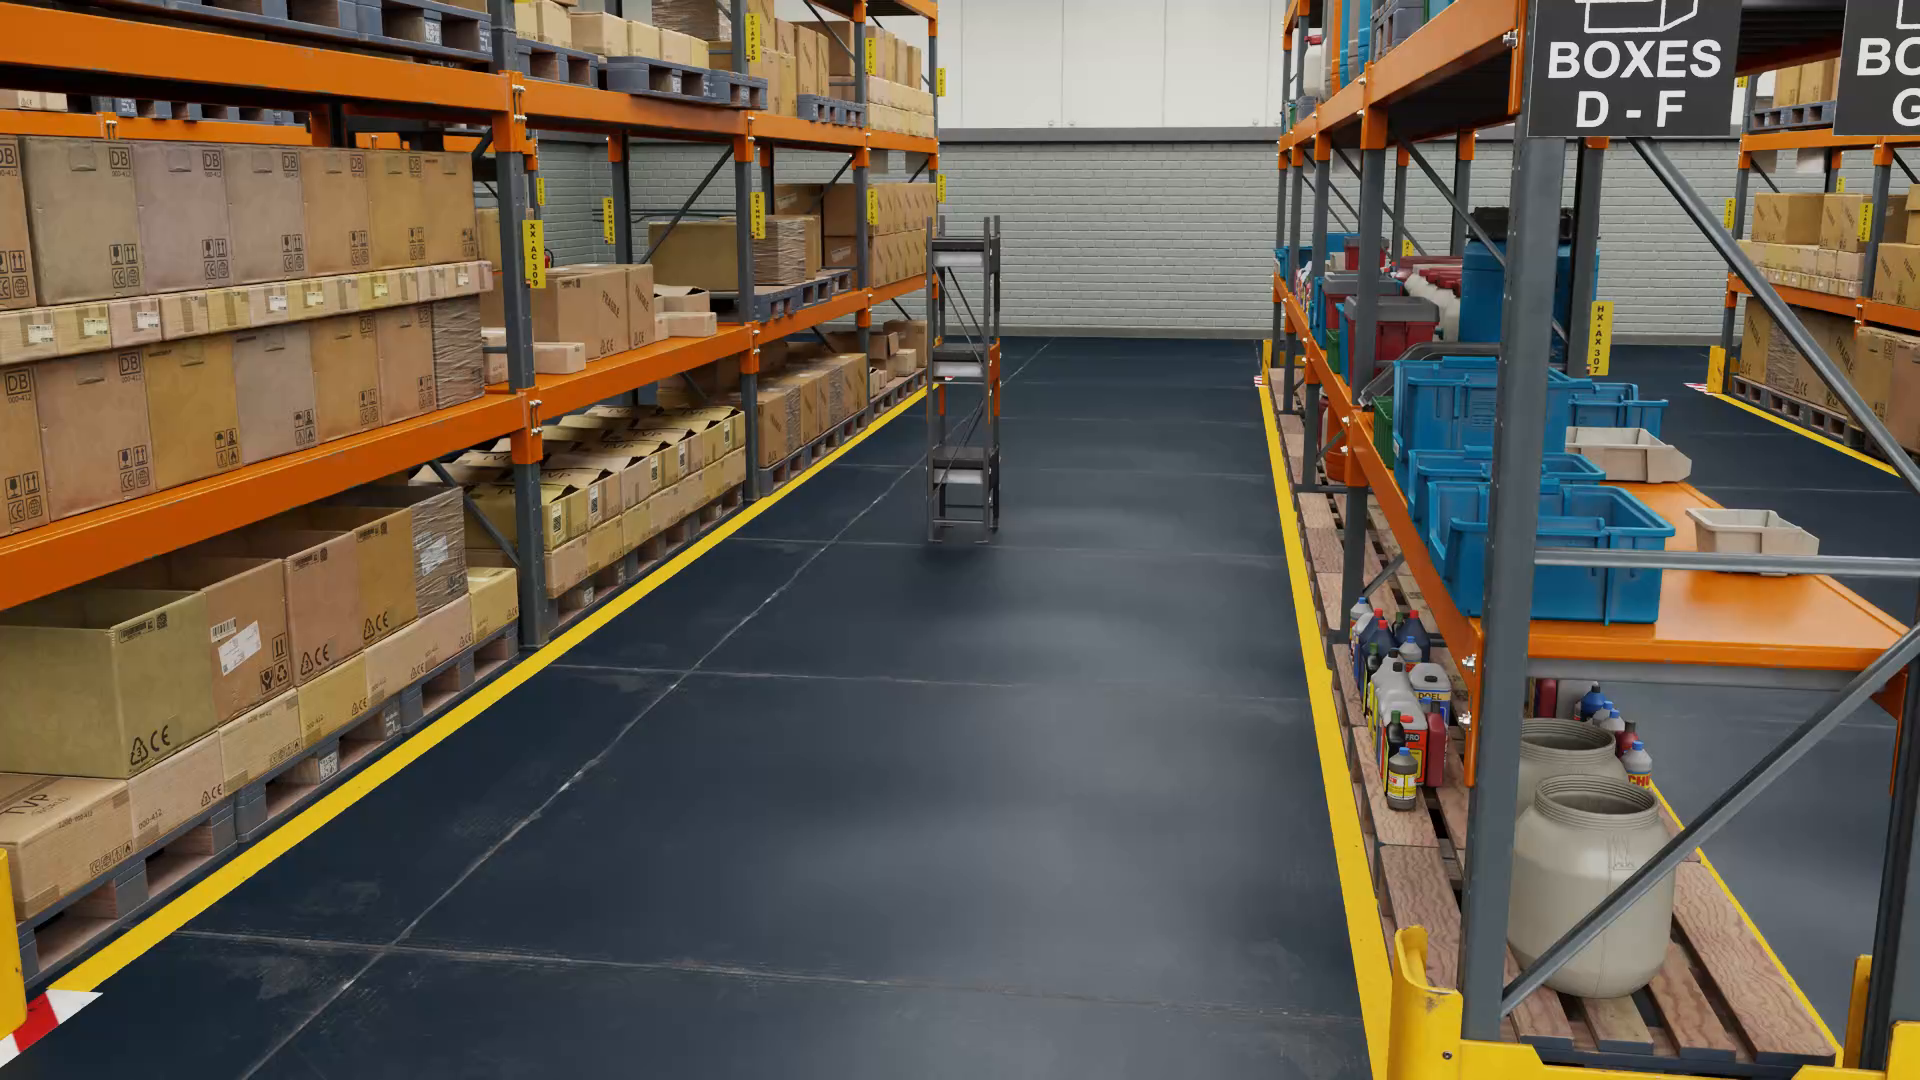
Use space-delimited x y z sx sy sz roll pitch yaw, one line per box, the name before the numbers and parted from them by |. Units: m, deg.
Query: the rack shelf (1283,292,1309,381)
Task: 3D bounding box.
rack shelf | 3.207 -1.675 13.352 1.077 0.370 4.000 2 12 9

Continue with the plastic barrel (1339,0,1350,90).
plastic barrel | 2.350 -2.874 8.899 0.600 0.901 0.708 2 12 9

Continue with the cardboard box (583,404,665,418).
cardboard box | -2.365 -0.807 11.817 0.500 0.311 0.500 2 12 11

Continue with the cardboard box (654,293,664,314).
cardboard box | -2.323 -1.548 11.267 0.500 0.311 0.500 2 12 8

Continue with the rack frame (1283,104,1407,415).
rack frame | 3.515 -2.443 15.208 1.000 3.000 0.127 2 12 9

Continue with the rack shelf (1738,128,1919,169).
rack shelf | 8.717 -3.813 16.155 1.077 0.370 4.000 2 12 9

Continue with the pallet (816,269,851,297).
pallet | -1.610 -2.347 15.221 1.003 0.211 1.213 2 12 9

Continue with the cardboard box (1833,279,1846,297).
cardboard box | 8.172 -2.287 15.082 0.380 0.149 0.250 2 12 10

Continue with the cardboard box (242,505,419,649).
cardboard box | -2.626 0.145 6.949 0.500 0.500 0.500 2 12 9

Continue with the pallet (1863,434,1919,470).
pallet | 8.365 -0.756 14.000 1.003 0.211 1.213 2 12 9

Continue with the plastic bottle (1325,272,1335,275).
plastic bottle | 3.075 -2.100 13.914 0.152 0.276 0.135 2 12 9

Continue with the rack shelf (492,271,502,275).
rack shelf | -5.967 -2.828 18.705 1.077 0.370 4.000 2 12 9

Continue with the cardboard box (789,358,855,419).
cardboard box | -1.256 -1.382 15.177 0.500 0.500 0.500 2 12 9

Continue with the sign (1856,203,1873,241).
sign | 7.860 -2.762 14.445 0.100 0.325 0.005 2 12 9

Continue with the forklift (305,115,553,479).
forklift | -4.181 -1.929 12.989 1.130 2.935 3.031 2 12 10

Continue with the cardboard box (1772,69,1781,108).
cardboard box | 8.997 -4.774 17.435 0.700 0.500 0.500 1 12 5

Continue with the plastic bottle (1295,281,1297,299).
plastic bottle | 3.017 -2.231 14.695 0.097 0.201 0.097 0 12 0

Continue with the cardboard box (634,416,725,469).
cardboard box | -1.905 -0.681 11.233 0.500 0.311 0.500 2 12 8

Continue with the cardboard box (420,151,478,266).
cardboard box | -2.671 -1.529 7.652 0.700 0.500 0.500 2 12 9

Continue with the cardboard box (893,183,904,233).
cardboard box | -0.870 -3.445 17.248 0.500 0.500 0.500 2 12 7

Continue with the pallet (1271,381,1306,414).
pallet | 3.775 -1.489 17.399 1.003 0.211 1.213 2 12 9

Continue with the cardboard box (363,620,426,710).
cardboard box | -2.614 0.512 7.026 0.500 0.250 0.500 2 12 9

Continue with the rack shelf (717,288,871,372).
rack shelf | -1.686 -1.836 14.100 1.077 0.370 4.000 2 12 9

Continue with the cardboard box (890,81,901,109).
cardboard box | -0.895 -4.542 17.000 0.500 0.250 0.500 2 12 9

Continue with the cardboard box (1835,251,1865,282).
cardboard box | 8.218 -2.455 14.913 0.500 0.250 0.500 2 12 8

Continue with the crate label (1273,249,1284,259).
crate label | 3.767 -3.182 18.894 0.416 0.233 0.303 2 12 9

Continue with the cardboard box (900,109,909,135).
cardboard box | -0.827 -4.402 17.537 0.500 0.250 0.500 2 12 9

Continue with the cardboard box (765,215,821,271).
cardboard box | -1.673 -2.767 15.477 0.700 0.500 0.500 -2 12 -10

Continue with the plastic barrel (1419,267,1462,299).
plastic barrel | 2.828 -1.279 9.484 0.433 0.535 0.433 0 12 0

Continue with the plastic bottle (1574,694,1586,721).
plastic bottle | 2.371 0.685 6.291 0.097 0.201 0.097 0 12 0

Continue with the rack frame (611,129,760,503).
rack frame | -1.994 -1.771 12.092 1.000 3.000 0.127 2 12 9

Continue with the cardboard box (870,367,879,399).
cardboard box | -1.100 -1.585 16.566 0.500 0.311 0.500 2 12 9

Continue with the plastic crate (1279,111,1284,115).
plastic crate | 3.796 -4.607 18.439 0.497 0.269 0.590 2 12 9

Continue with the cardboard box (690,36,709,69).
cardboard box | -2.008 -3.273 11.301 0.500 0.250 0.500 1 12 4

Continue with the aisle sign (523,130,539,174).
aisle sign | -5.351 -4.872 20.311 0.394 0.787 0.004 2 12 9

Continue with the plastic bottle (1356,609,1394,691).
plastic bottle | 1.751 0.457 6.996 0.144 0.351 0.185 2 12 10

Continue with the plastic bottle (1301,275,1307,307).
plastic bottle | 2.844 -2.031 13.605 0.097 0.271 0.097 0 12 0

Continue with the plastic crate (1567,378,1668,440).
plastic crate | 2.383 -0.465 6.386 0.499 0.251 0.616 2 12 9

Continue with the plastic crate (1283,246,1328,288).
plastic crate | 3.250 -2.572 15.705 0.392 0.384 0.575 2 12 9

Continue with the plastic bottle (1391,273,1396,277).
plastic bottle | 3.619 -2.080 13.821 0.152 0.276 0.135 2 12 9

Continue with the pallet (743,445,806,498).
pallet | -1.842 -0.562 13.101 1.003 0.211 1.213 2 12 9

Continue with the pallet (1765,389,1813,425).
pallet | 8.789 -1.329 16.661 1.003 0.211 1.213 2 12 9

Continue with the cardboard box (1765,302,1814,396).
cardboard box | 8.865 -1.956 16.997 0.875 0.875 0.875 2 12 9

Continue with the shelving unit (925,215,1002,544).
shelving unit | 0.025 -1.061 10.932 0.431 2.100 0.503 2 12 9

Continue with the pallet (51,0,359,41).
pallet | -2.905 -1.930 5.919 1.003 0.211 1.213 2 12 9

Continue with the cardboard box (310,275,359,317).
cardboard box | -2.636 -0.977 6.628 0.380 0.149 0.250 2 12 10

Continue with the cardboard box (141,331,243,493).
cardboard box | -2.982 -0.464 5.790 0.700 0.500 0.500 2 12 9

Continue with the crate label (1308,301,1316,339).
crate label | 2.465 -1.453 11.011 0.303 0.233 0.416 2 12 9

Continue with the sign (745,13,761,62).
sign | -1.447 -3.509 11.622 0.100 0.325 0.005 2 12 9

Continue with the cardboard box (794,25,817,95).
cardboard box | -1.609 -4.131 14.450 0.600 0.600 0.600 2 12 8

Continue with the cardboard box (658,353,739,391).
cardboard box | -2.078 -1.345 13.224 0.500 0.250 0.500 2 12 11

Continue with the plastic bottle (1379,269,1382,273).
plastic bottle | 3.526 -2.183 14.119 0.144 0.351 0.185 2 12 9

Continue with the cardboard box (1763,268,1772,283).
cardboard box | 8.487 -2.715 17.067 0.380 0.149 0.250 2 12 8

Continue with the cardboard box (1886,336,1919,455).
cardboard box | 8.194 -1.129 13.158 1.225 0.875 0.875 1 12 7

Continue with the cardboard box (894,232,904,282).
cardboard box | -0.876 -2.961 17.375 0.500 0.500 0.500 2 12 8

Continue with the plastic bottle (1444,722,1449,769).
plastic bottle | 1.732 0.731 6.077 0.097 0.201 0.097 0 12 0

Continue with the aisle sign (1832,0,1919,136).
aisle sign | 1.948 -1.191 3.229 0.394 0.787 0.004 2 12 9

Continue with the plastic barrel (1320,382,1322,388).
plastic barrel | 3.306 -1.362 14.178 0.600 0.901 0.708 2 12 9

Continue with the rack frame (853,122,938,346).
rack frame | -0.764 -3.437 19.820 1.000 3.000 0.127 2 12 9

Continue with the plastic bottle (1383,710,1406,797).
plastic bottle | 1.519 0.747 5.812 0.061 0.283 0.133 2 12 10
